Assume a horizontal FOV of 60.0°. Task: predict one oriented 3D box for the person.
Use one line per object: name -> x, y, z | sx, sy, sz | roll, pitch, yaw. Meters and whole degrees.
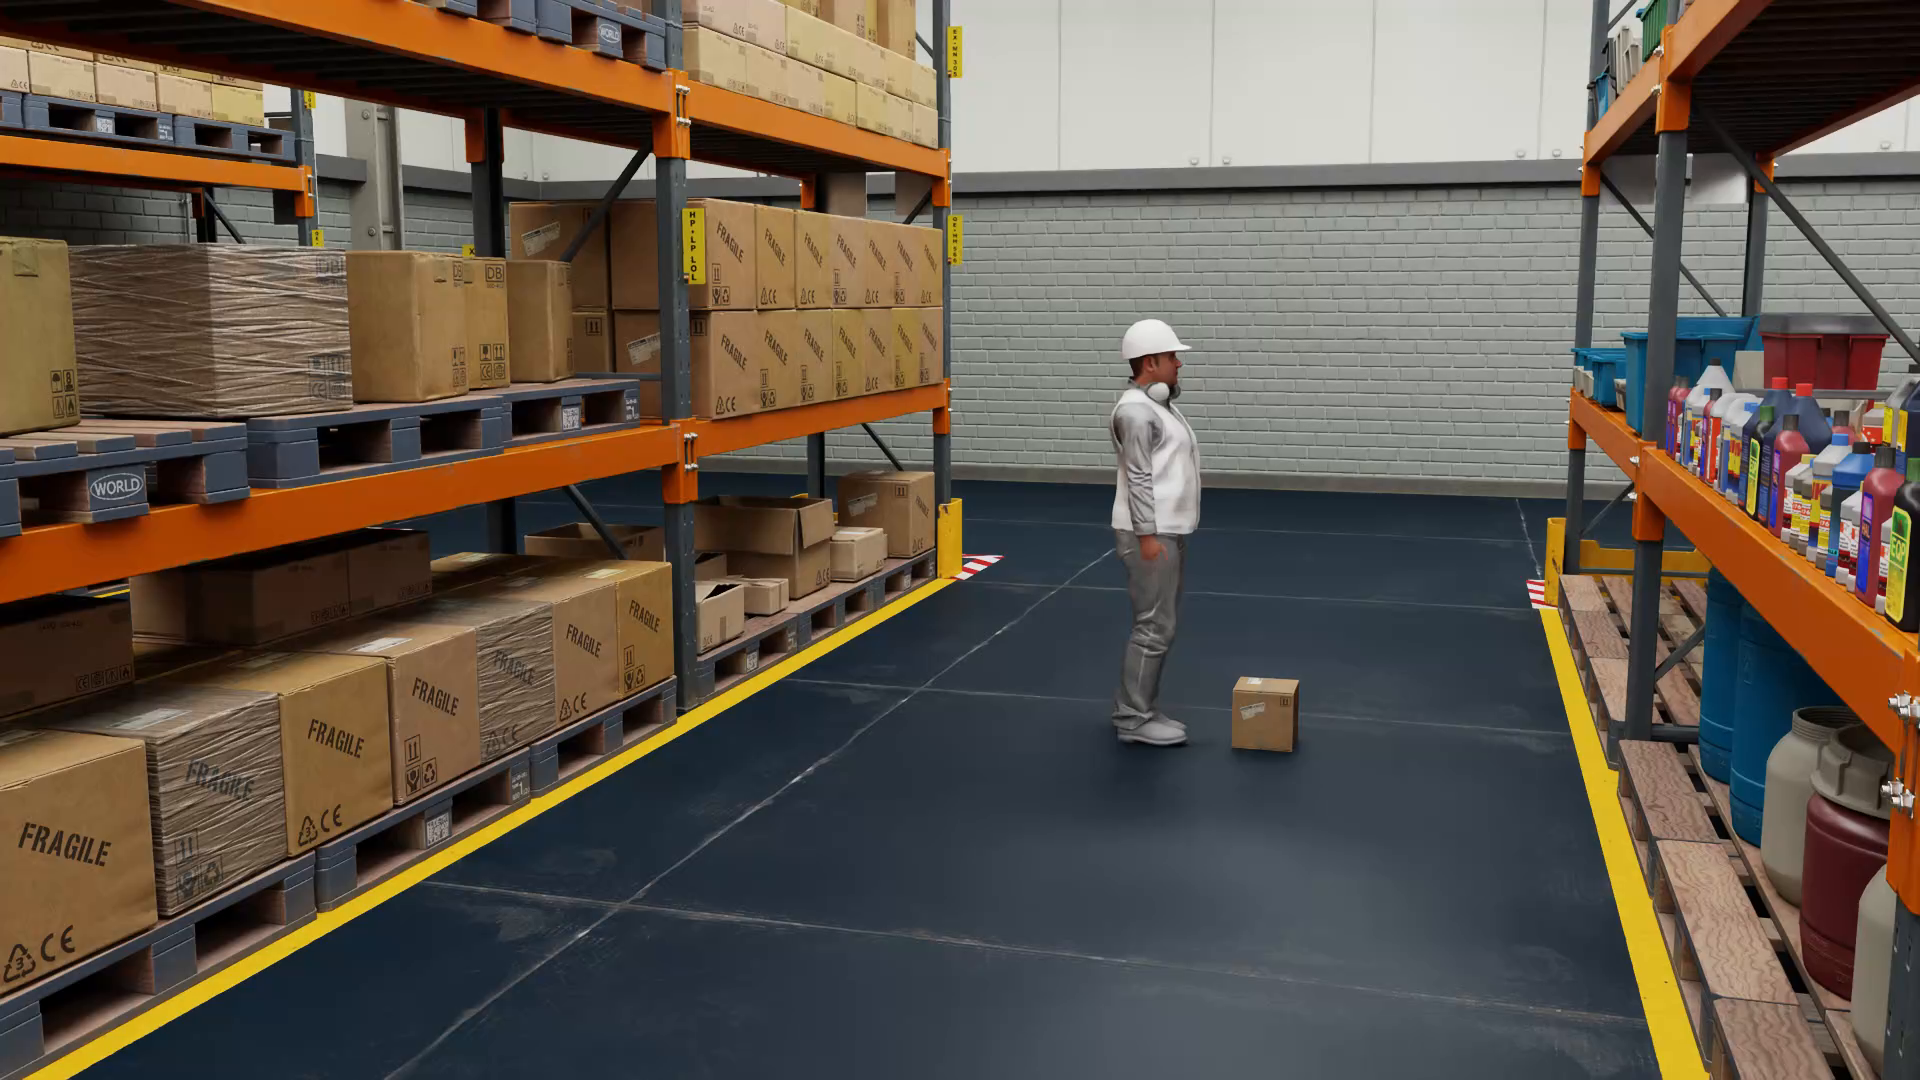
person -> 0.825, 0.050, 7.032 | 0.358, 1.472, 0.447 | 3, 9, 17
